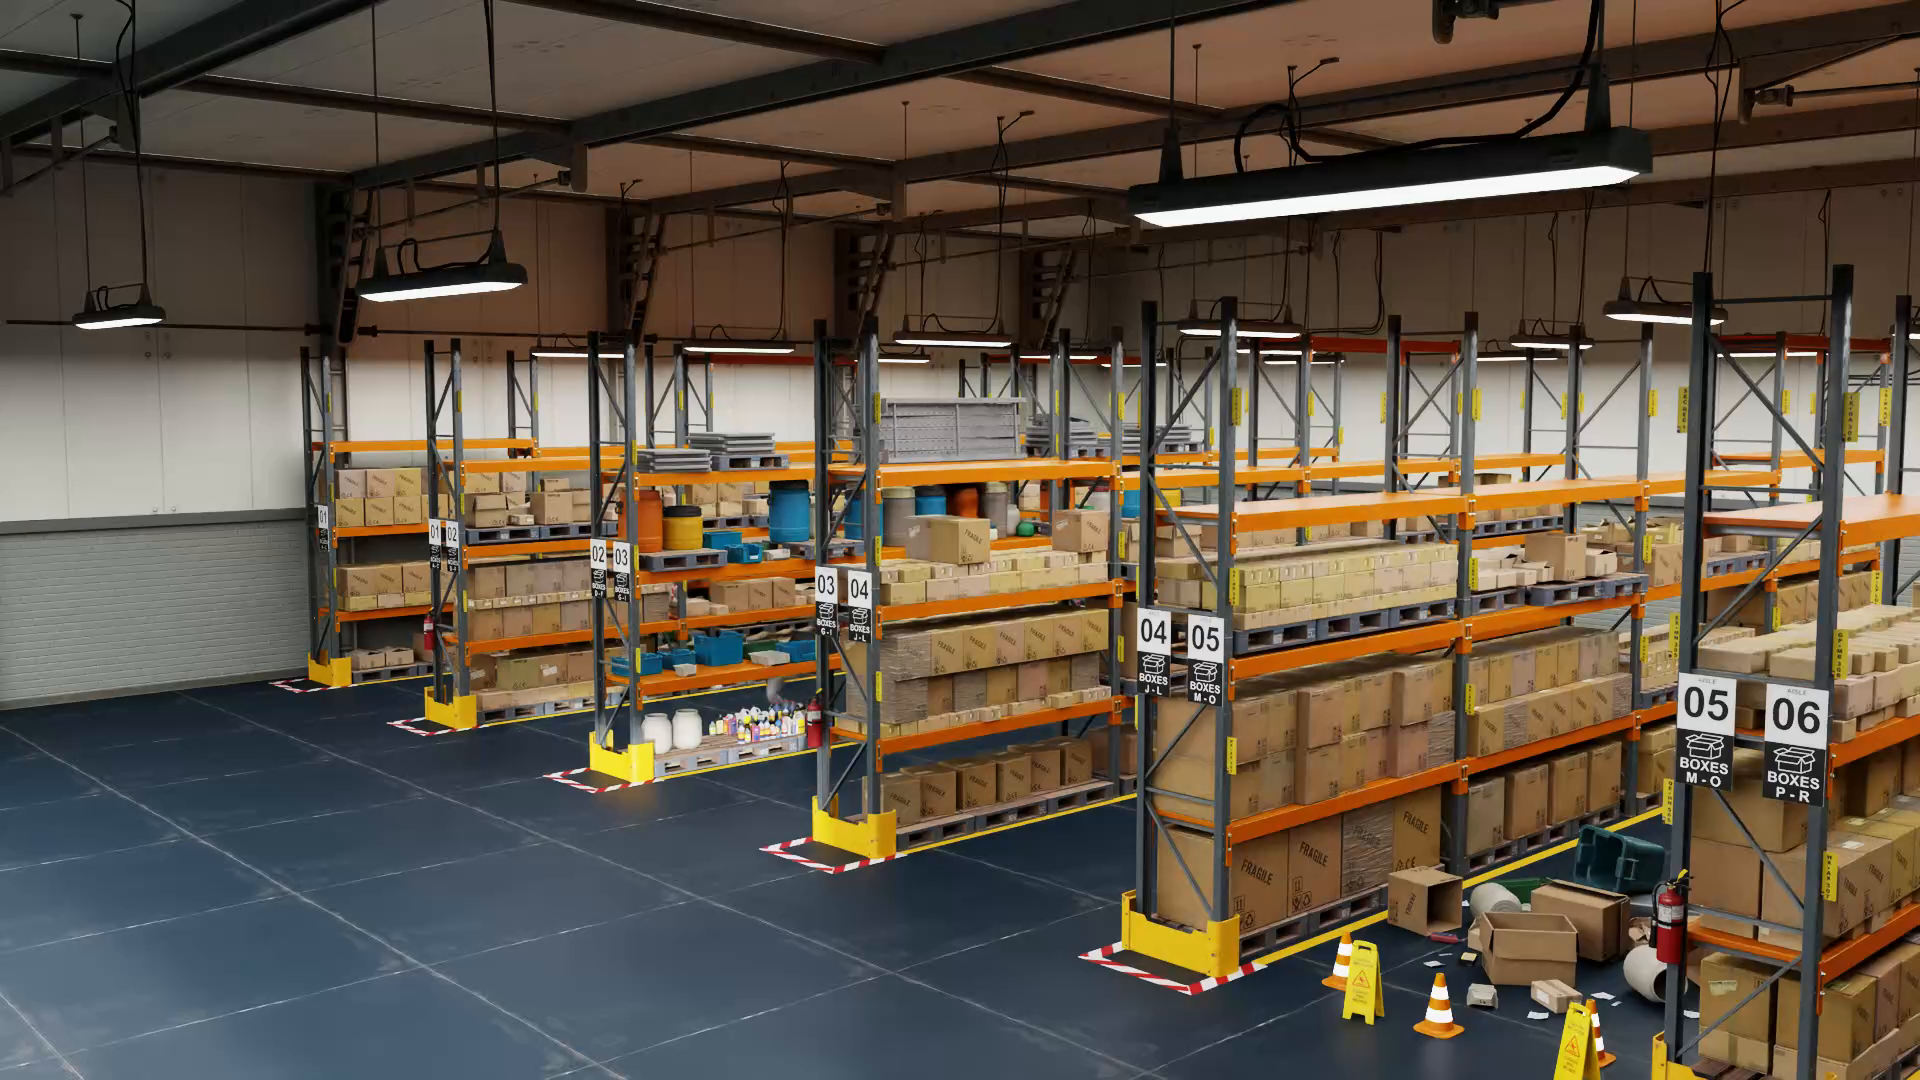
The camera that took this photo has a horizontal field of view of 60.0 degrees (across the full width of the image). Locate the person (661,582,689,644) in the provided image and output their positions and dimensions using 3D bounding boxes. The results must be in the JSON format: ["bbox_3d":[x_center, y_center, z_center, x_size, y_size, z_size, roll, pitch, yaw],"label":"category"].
[{"bbox_3d":[-5.585,1.473,32.205,0.660,1.729,0.646,4,6,39],"label":"person"}]

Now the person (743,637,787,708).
[{"bbox_3d":[-2.961,2.185,26.086,0.569,1.384,0.976,5,7,43],"label":"person"}]
